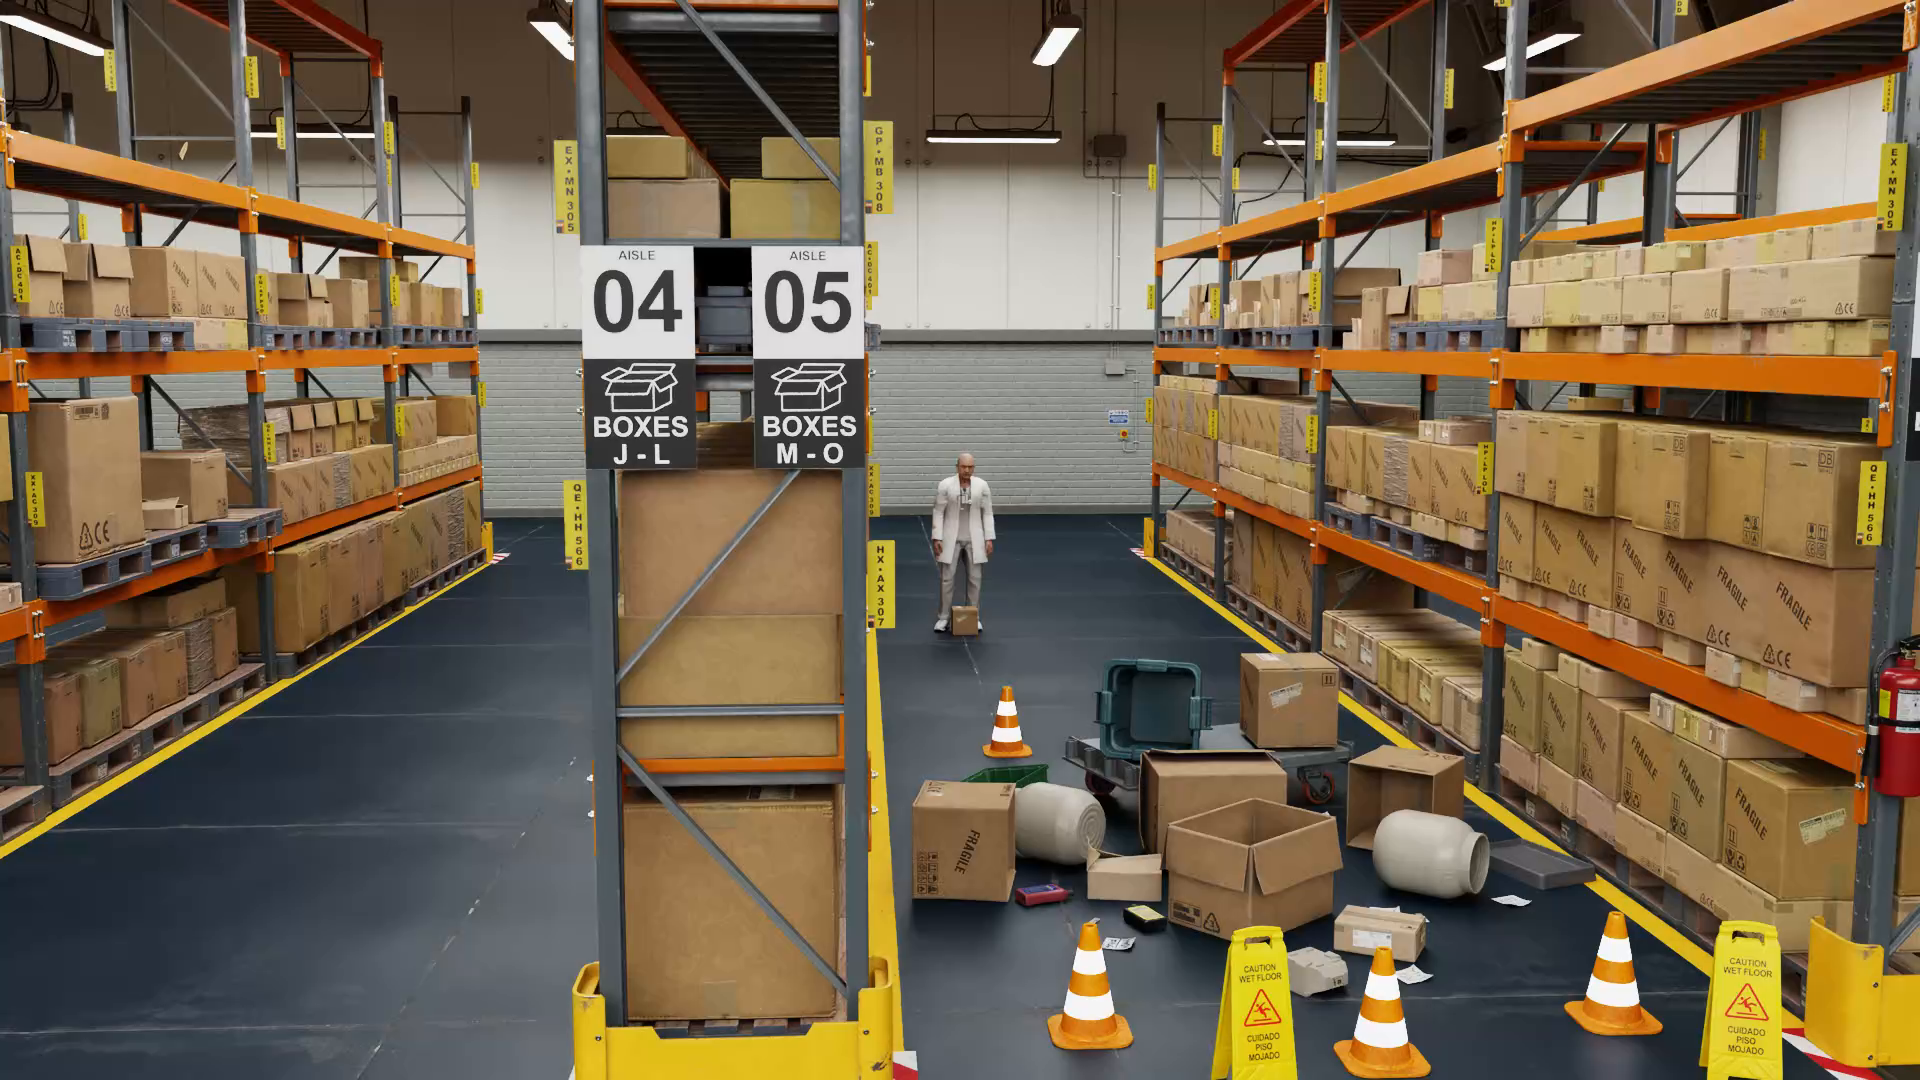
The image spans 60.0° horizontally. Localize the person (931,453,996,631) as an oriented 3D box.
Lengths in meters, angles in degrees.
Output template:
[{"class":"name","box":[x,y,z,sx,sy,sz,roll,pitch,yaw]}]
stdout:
[{"class":"person","box":[0.034,0.014,16.676,0.654,1.775,0.420,-1,7,-6]}]
